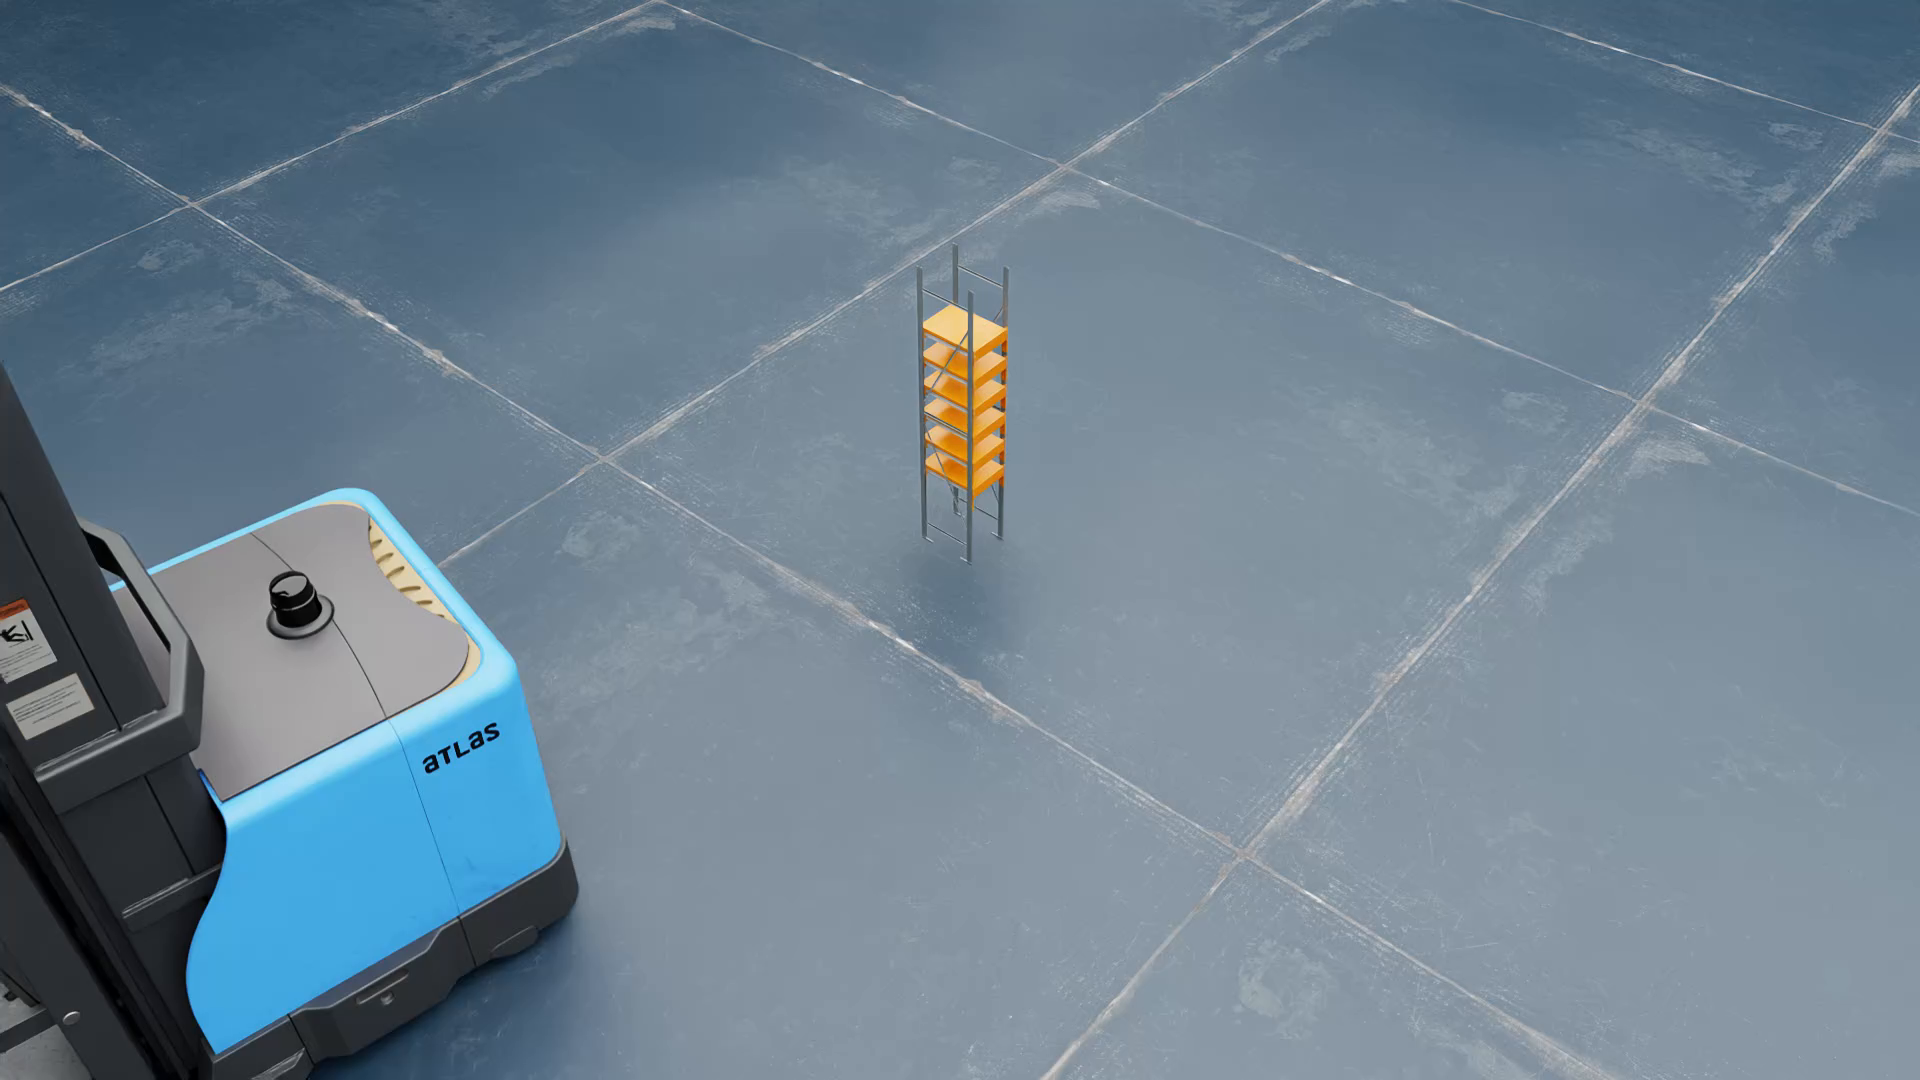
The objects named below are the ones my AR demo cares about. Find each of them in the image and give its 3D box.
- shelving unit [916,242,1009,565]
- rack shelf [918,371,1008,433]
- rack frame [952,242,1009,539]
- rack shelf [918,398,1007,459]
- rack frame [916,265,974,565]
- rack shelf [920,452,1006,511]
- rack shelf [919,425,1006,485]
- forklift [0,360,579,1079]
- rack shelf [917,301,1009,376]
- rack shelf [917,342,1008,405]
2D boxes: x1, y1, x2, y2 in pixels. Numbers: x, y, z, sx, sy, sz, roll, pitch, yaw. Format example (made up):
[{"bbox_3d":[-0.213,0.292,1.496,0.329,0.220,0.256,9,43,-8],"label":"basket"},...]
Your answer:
[{"bbox_3d":[0.009,-0.451,5.855,0.258,1.200,0.189,29,50,28],"label":"shelving unit"},{"bbox_3d":[0.009,-0.507,5.804,0.258,0.103,0.180,29,50,28],"label":"rack shelf"},{"bbox_3d":[0.068,-0.498,5.906,0.240,1.200,0.006,29,50,28],"label":"rack frame"},{"bbox_3d":[0.009,-0.419,5.884,0.258,0.103,0.180,29,50,28],"label":"rack shelf"},{"bbox_3d":[-0.050,-0.404,5.803,0.240,1.200,0.006,29,50,28],"label":"rack frame"},{"bbox_3d":[0.009,-0.241,6.046,0.258,0.103,0.180,29,50,28],"label":"rack shelf"},{"bbox_3d":[0.009,-0.330,5.965,0.258,0.103,0.180,29,50,28],"label":"rack shelf"},{"bbox_3d":[-2.605,0.408,3.623,3.031,2.935,1.130,-29,49,-28],"label":"forklift"},{"bbox_3d":[0.009,-0.685,5.642,0.258,0.103,0.180,29,50,28],"label":"rack shelf"},{"bbox_3d":[0.009,-0.596,5.723,0.258,0.103,0.180,29,50,28],"label":"rack shelf"}]
